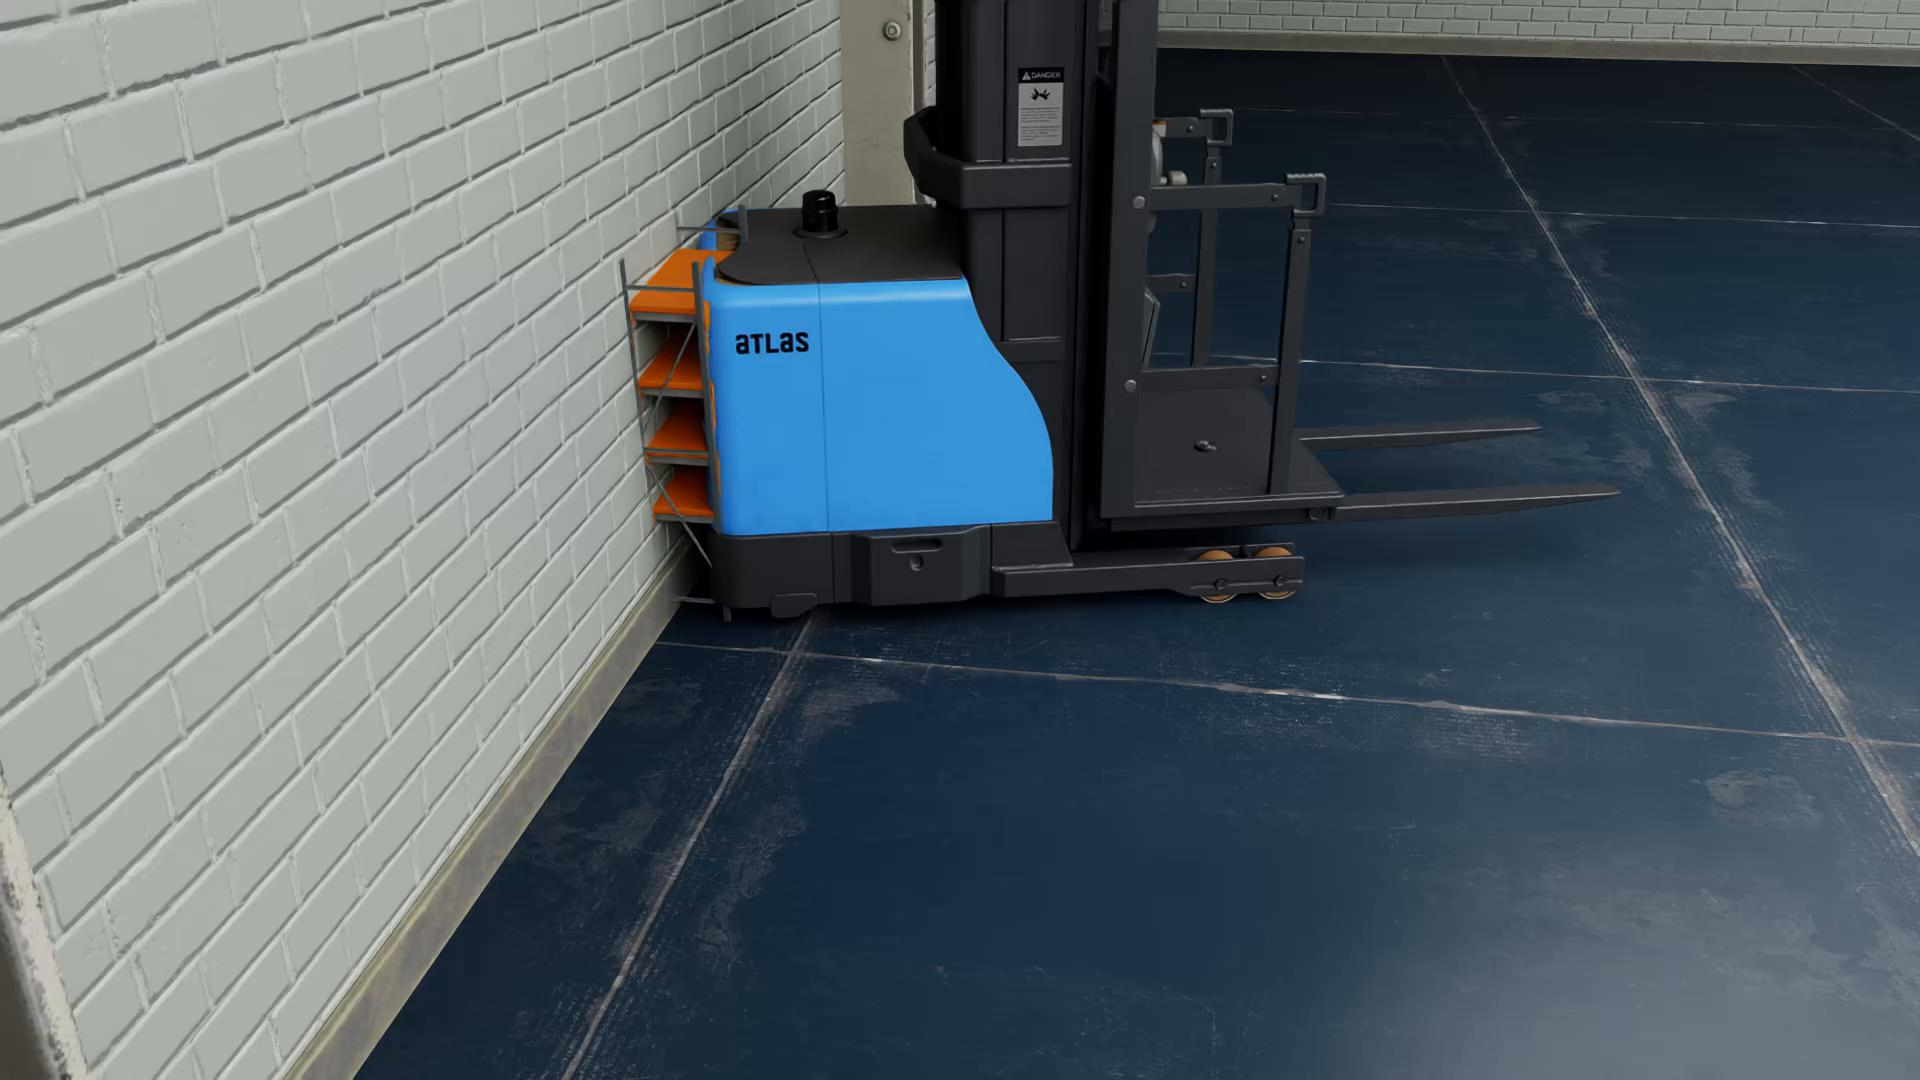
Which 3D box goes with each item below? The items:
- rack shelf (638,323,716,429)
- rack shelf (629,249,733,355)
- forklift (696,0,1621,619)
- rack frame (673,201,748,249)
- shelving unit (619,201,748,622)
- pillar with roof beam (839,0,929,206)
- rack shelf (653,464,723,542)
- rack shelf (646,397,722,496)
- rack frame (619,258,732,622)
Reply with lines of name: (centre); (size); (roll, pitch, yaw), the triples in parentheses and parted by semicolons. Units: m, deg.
rack shelf: (-0.803, -0.517, 5.062); (0.258, 0.148, 0.480); (4, 31, 8)
rack shelf: (-0.804, -0.721, 4.943); (0.258, 0.148, 0.480); (4, 31, 8)
forklift: (0.672, -1.345, 5.165); (3.031, 2.935, 1.130); (-3, 25, -6)
rack frame: (-0.765, -0.503, 5.349); (0.240, 1.200, 0.015); (4, 31, 8)
shelving unit: (-0.802, -0.381, 5.141); (0.258, 1.200, 0.503); (4, 31, 8)
pillar with roof beam: (3.920, -4.712, 5.201); (9.100, 9.000, 0.400); (4, 25, 9)
rack shelf: (-0.801, -0.152, 5.275); (0.258, 0.148, 0.480); (4, 31, 8)
rack shelf: (-0.802, -0.323, 5.175); (0.258, 0.148, 0.480); (4, 31, 8)
rack frame: (-0.839, -0.260, 4.933); (0.240, 1.200, 0.015); (4, 31, 8)
